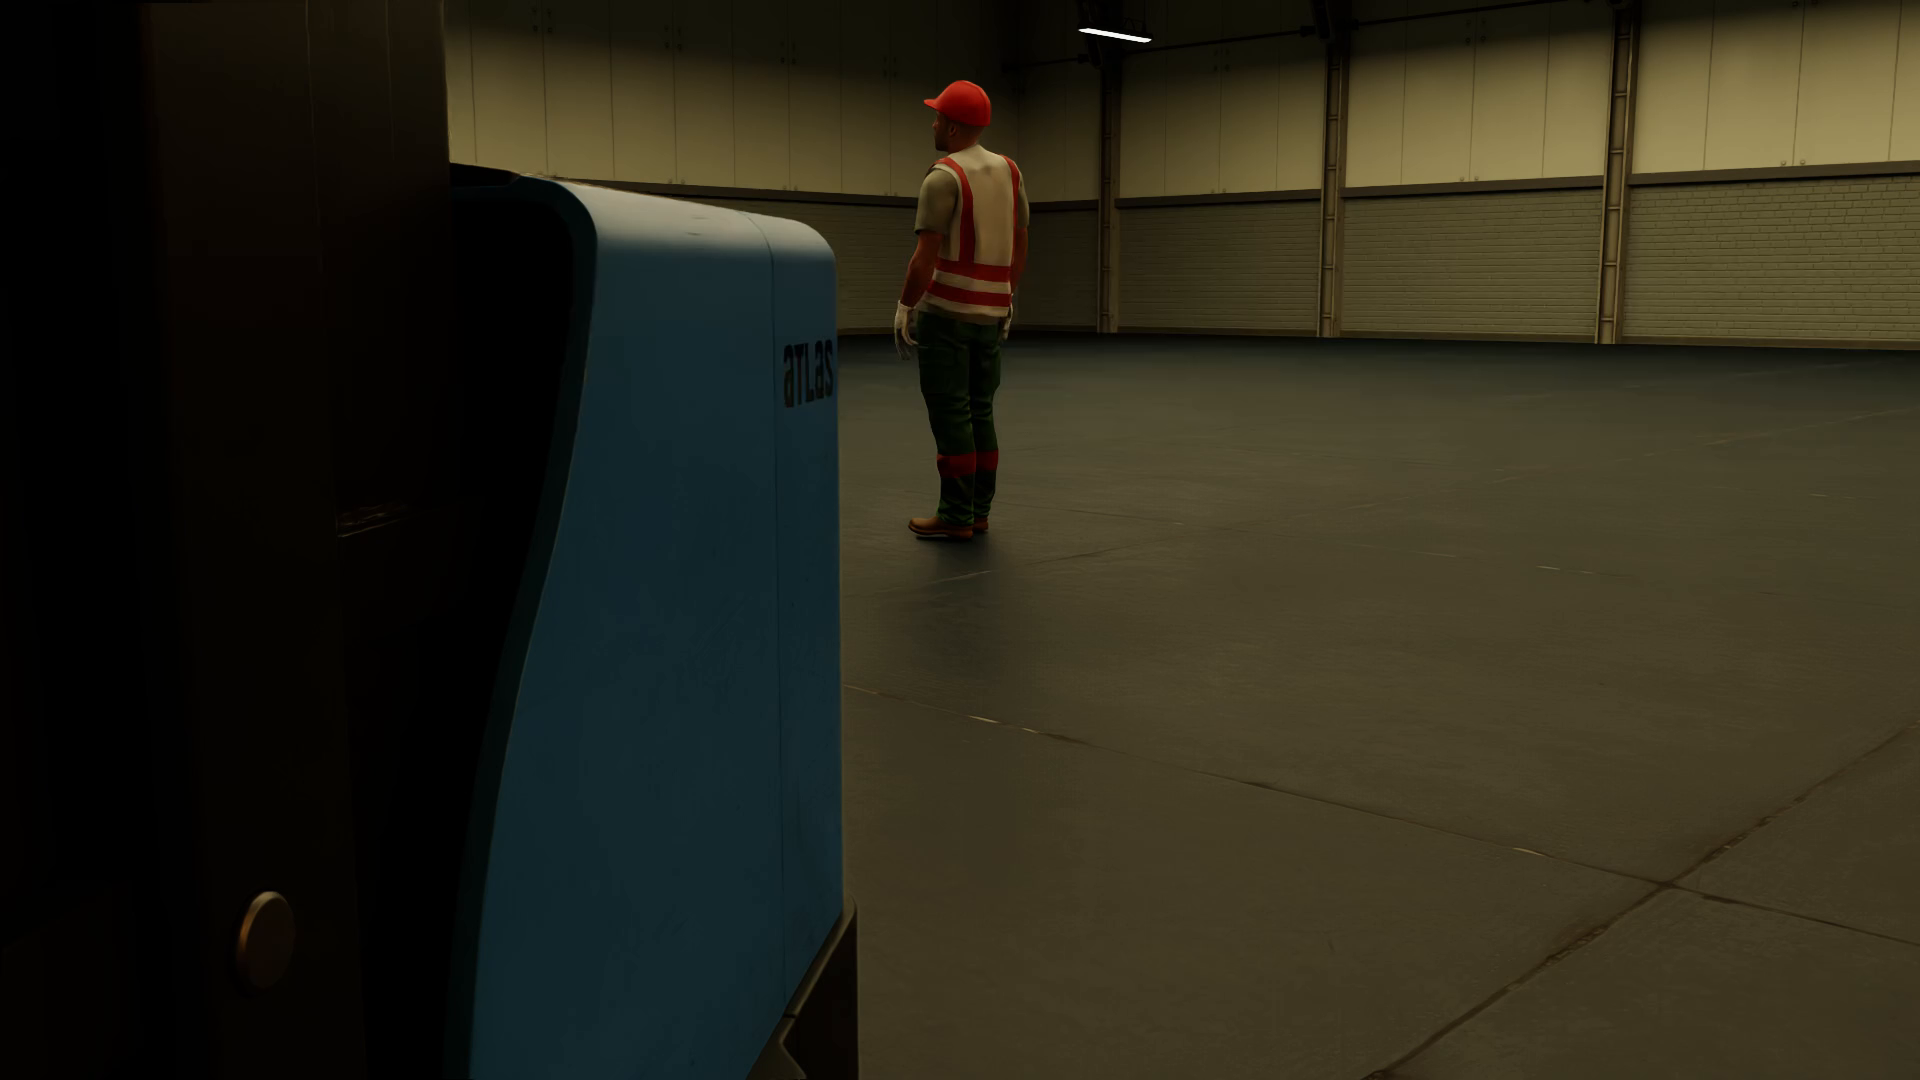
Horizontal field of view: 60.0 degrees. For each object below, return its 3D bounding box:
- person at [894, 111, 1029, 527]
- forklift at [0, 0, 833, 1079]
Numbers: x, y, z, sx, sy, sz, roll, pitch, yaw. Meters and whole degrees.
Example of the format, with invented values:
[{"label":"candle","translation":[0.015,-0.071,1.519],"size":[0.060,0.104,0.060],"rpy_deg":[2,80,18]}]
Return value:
[{"label":"person","translation":[0.002,-0.896,6.598],"size":[0.424,1.687,0.637],"rpy_deg":[8,12,43]},{"label":"forklift","translation":[-0.842,-0.529,0.383],"size":[1.121,2.935,3.031],"rpy_deg":[1,9,8]}]
